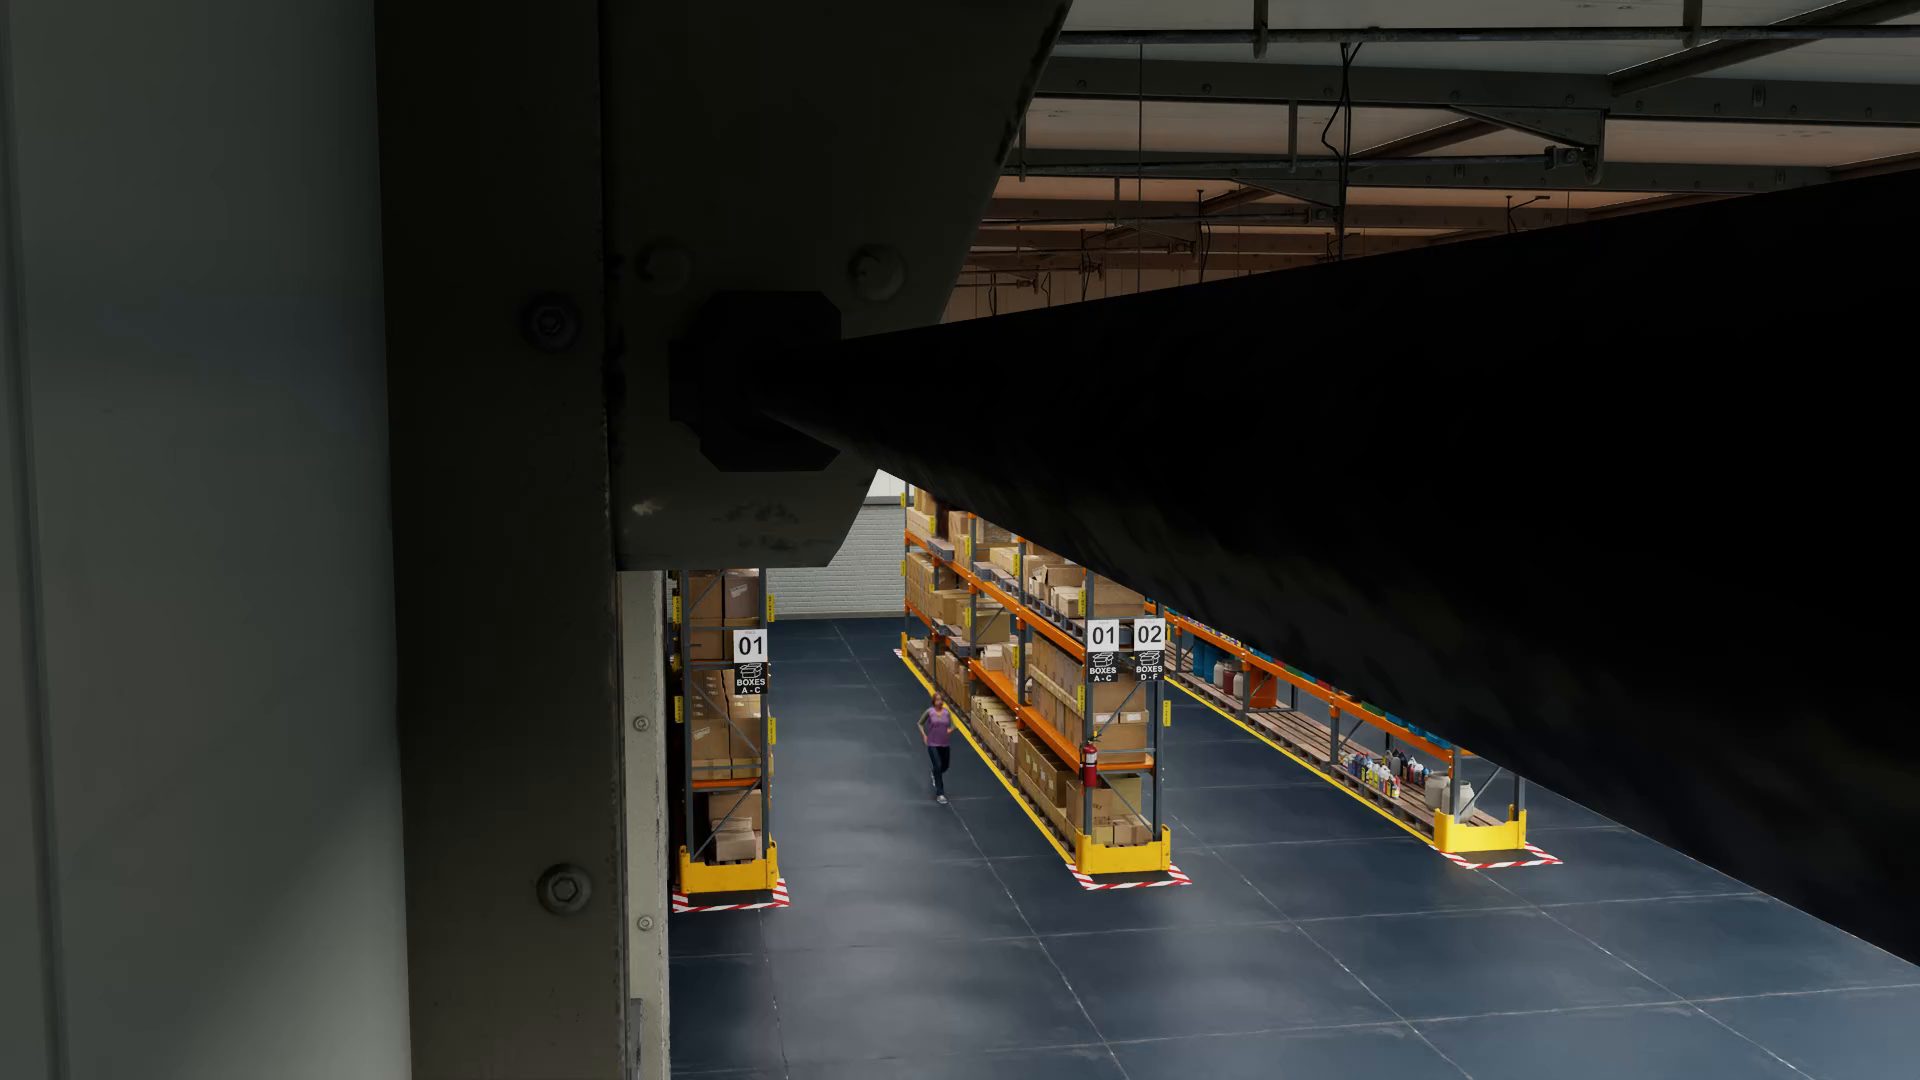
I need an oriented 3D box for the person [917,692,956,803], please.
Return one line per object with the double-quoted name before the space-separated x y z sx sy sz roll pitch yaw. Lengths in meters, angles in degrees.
"person" -0.331 3.010 24.401 0.546 1.572 0.841 -2 6 -18
